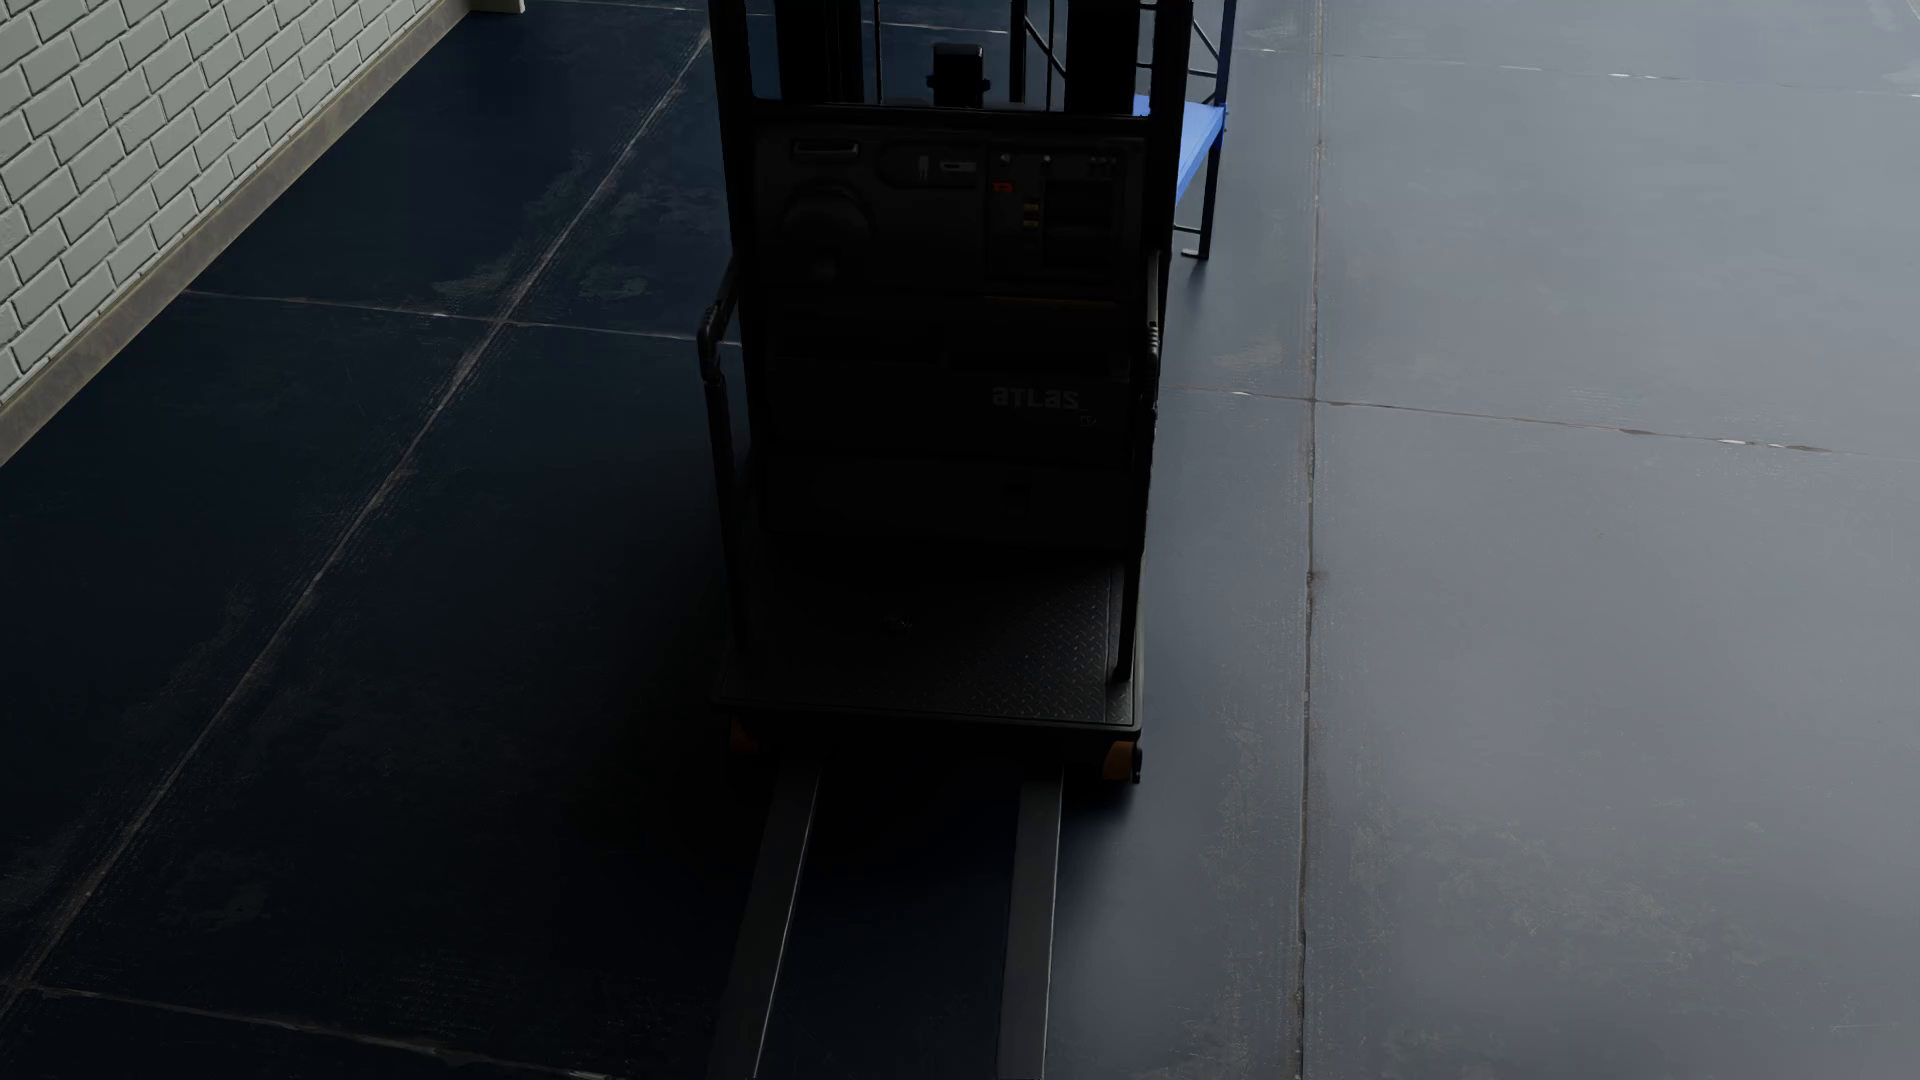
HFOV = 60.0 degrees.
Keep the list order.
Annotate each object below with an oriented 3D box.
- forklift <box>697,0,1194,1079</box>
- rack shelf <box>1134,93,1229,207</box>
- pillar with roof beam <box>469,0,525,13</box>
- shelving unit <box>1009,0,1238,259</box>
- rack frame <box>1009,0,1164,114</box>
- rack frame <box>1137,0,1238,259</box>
[{"bbox_3d":[-0.047,-0.713,3.812,1.130,2.935,3.031,3,40,4],"label":"forklift"},{"bbox_3d":[0.577,-1.317,5.949,0.538,0.185,1.000,14,41,16],"label":"rack shelf"},{"bbox_3d":[1.877,-5.829,5.239,9.100,9.000,0.400,6,40,8],"label":"pillar with roof beam"},{"bbox_3d":[0.577,-1.456,5.834,0.538,1.500,1.048,14,41,16],"label":"shelving unit"},{"bbox_3d":[0.397,-1.153,5.468,0.500,1.500,0.032,14,41,16],"label":"rack frame"},{"bbox_3d":[0.757,-1.759,6.201,0.500,1.500,0.032,14,41,16],"label":"rack frame"}]
